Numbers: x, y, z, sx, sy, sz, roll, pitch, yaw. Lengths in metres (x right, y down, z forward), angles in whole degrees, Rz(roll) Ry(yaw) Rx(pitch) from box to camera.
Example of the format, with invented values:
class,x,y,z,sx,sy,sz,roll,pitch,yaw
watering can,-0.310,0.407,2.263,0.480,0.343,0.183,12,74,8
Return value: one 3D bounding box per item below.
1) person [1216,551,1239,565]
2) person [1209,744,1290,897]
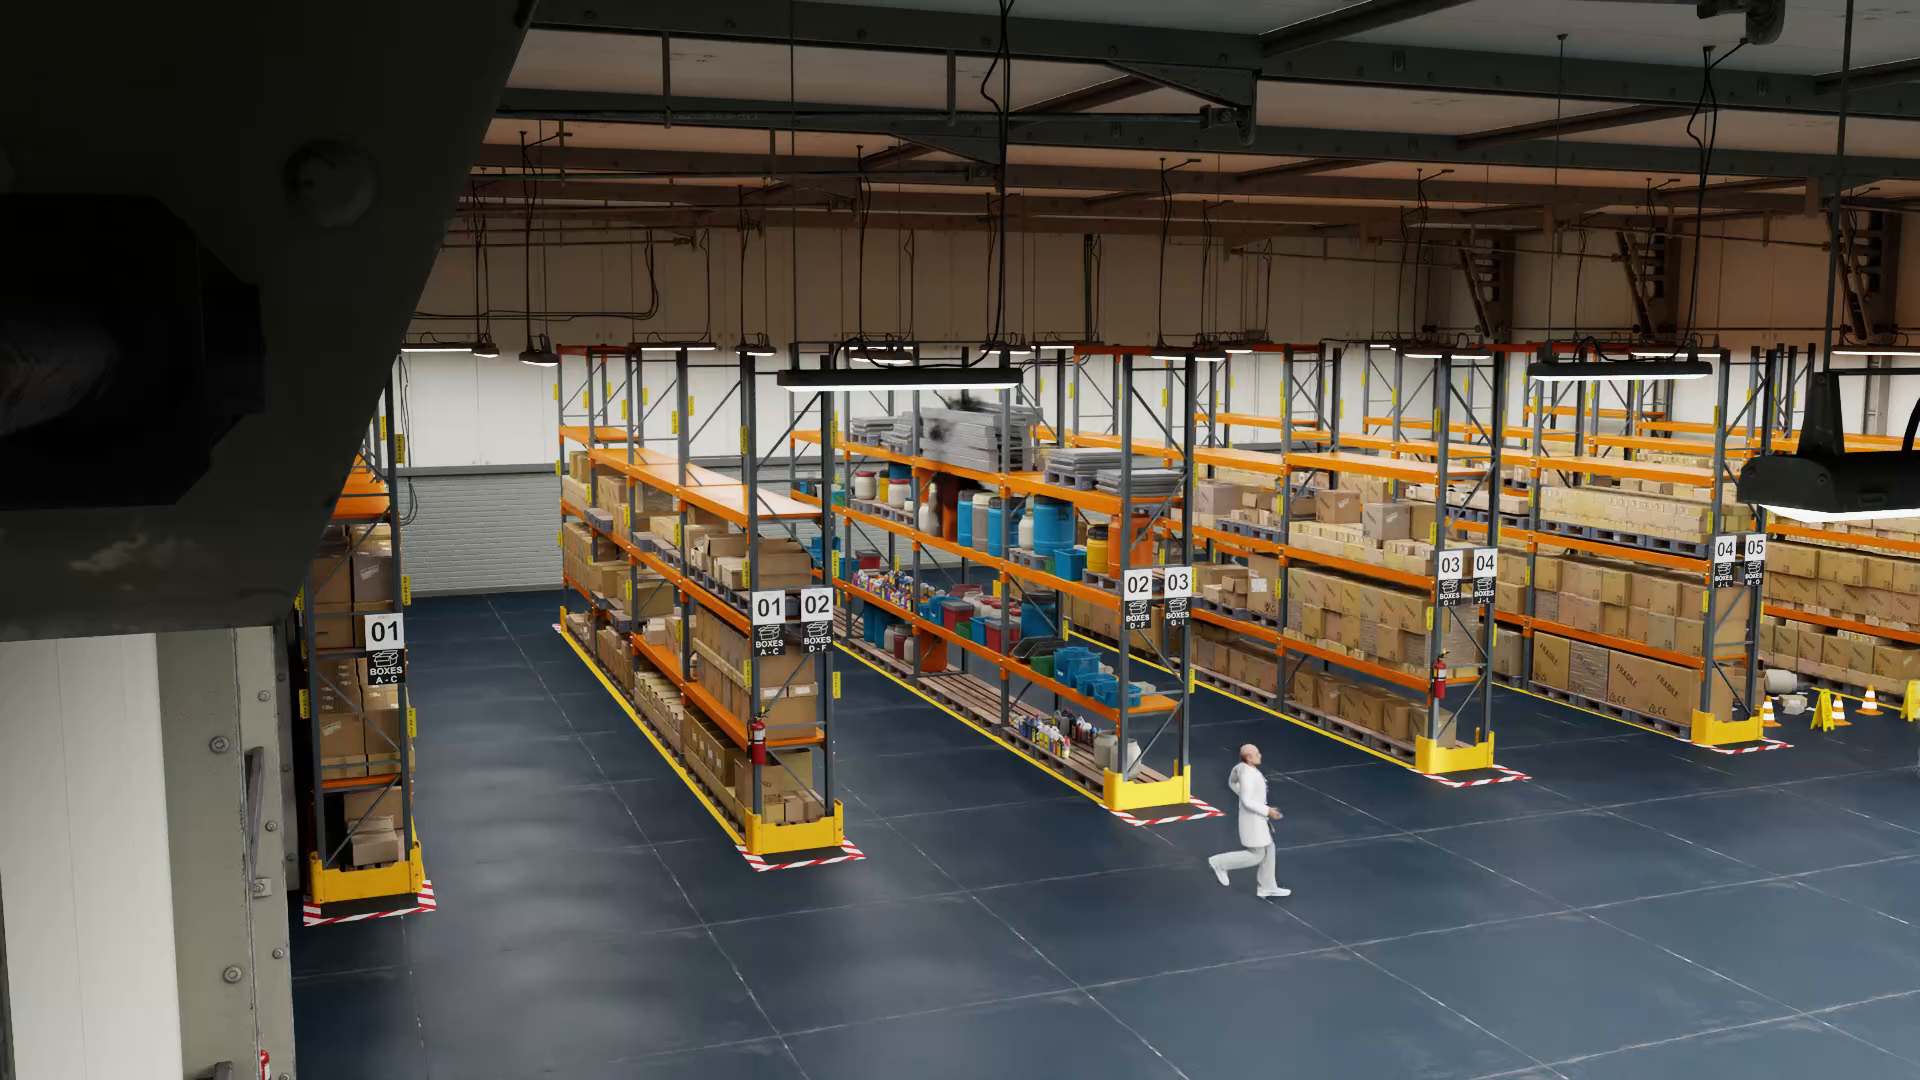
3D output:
class,x,y,z,sx,sy,sz,roll,pitch,yaw
person,6.666,0.171,41.552,0.772,1.733,0.754,6,10,41
person,3.242,3.133,18.558,0.920,1.733,0.725,1,7,5
